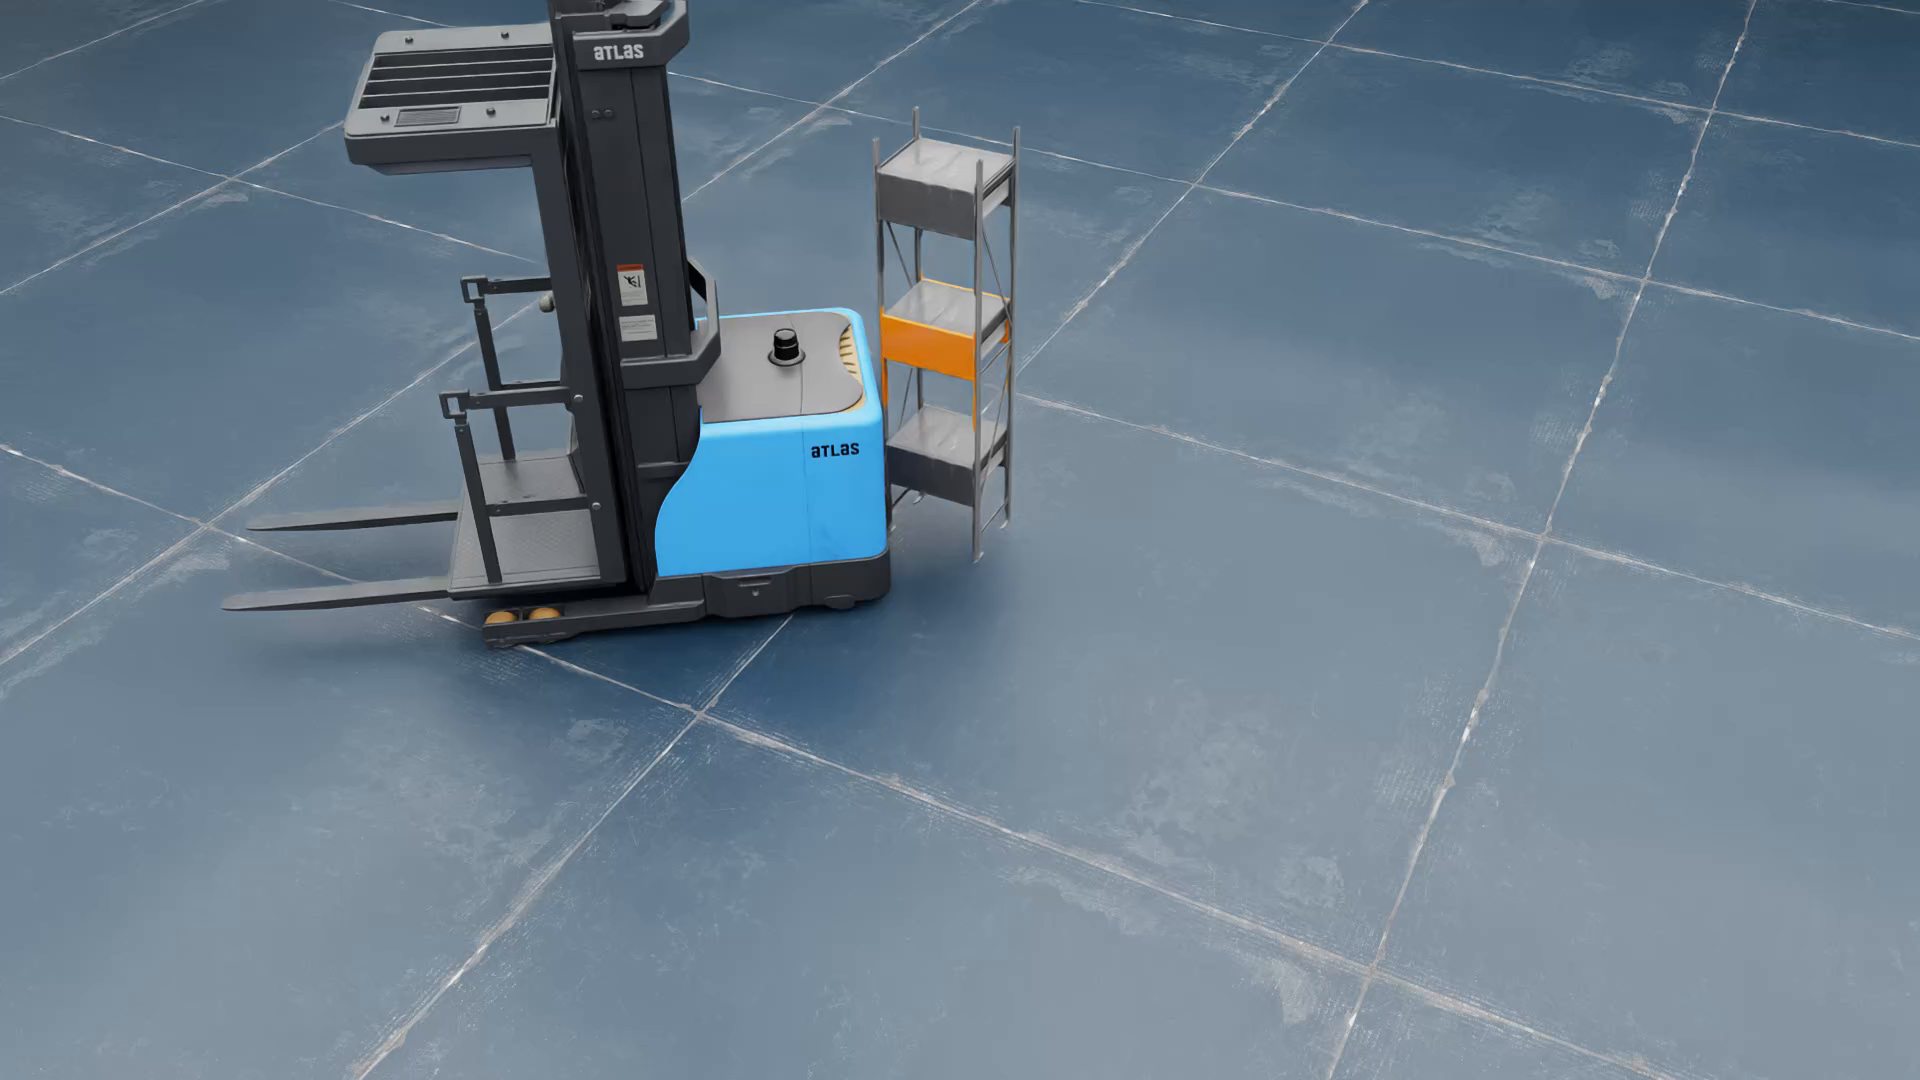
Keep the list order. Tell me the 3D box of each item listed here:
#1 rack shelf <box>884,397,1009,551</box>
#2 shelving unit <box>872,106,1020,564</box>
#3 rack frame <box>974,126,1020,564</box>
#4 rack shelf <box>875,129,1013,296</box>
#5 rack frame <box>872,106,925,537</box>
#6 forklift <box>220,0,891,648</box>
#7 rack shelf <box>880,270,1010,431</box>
[{"bbox_3d":[-0.057,-0.326,8.143,0.480,0.518,0.431,17,40,21],"label":"rack shelf"},{"bbox_3d":[-0.057,-0.895,7.712,0.503,2.100,0.431,17,40,21],"label":"shelving unit"},{"bbox_3d":[0.162,-0.829,7.626,0.015,2.100,0.400,17,40,21],"label":"rack frame"},{"bbox_3d":[-0.057,-1.441,7.297,0.480,0.518,0.431,17,40,21],"label":"rack shelf"},{"bbox_3d":[-0.276,-0.960,7.797,0.015,2.100,0.400,17,40,21],"label":"rack frame"},{"bbox_3d":[-1.889,-1.018,7.186,3.031,2.935,1.130,-5,38,-7],"label":"forklift"},{"bbox_3d":[-0.057,-0.884,7.720,0.480,0.518,0.431,17,40,21],"label":"rack shelf"}]
